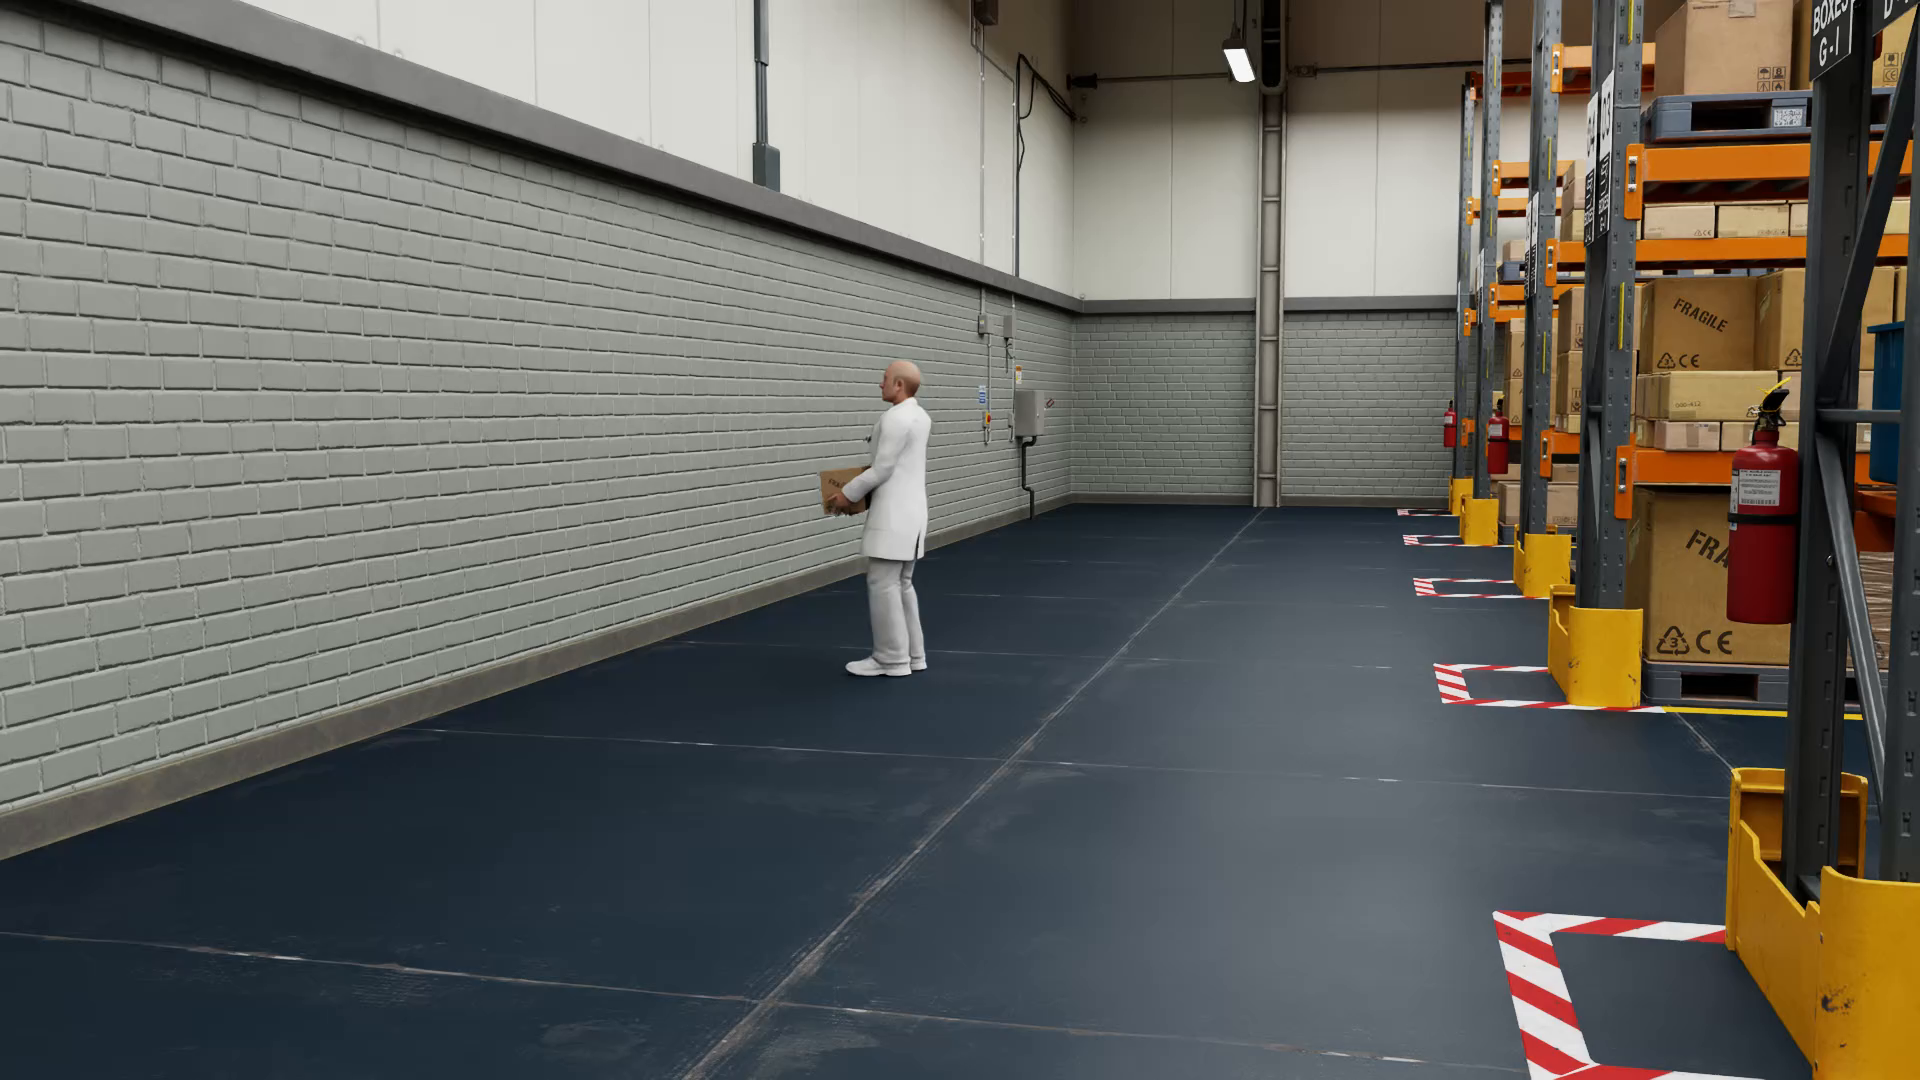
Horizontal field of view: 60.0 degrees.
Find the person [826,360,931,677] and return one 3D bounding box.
[{"bbox_3d":[-0.463,-0.127,9.470,0.541,1.779,0.542,1,5,13],"label":"person"}]
